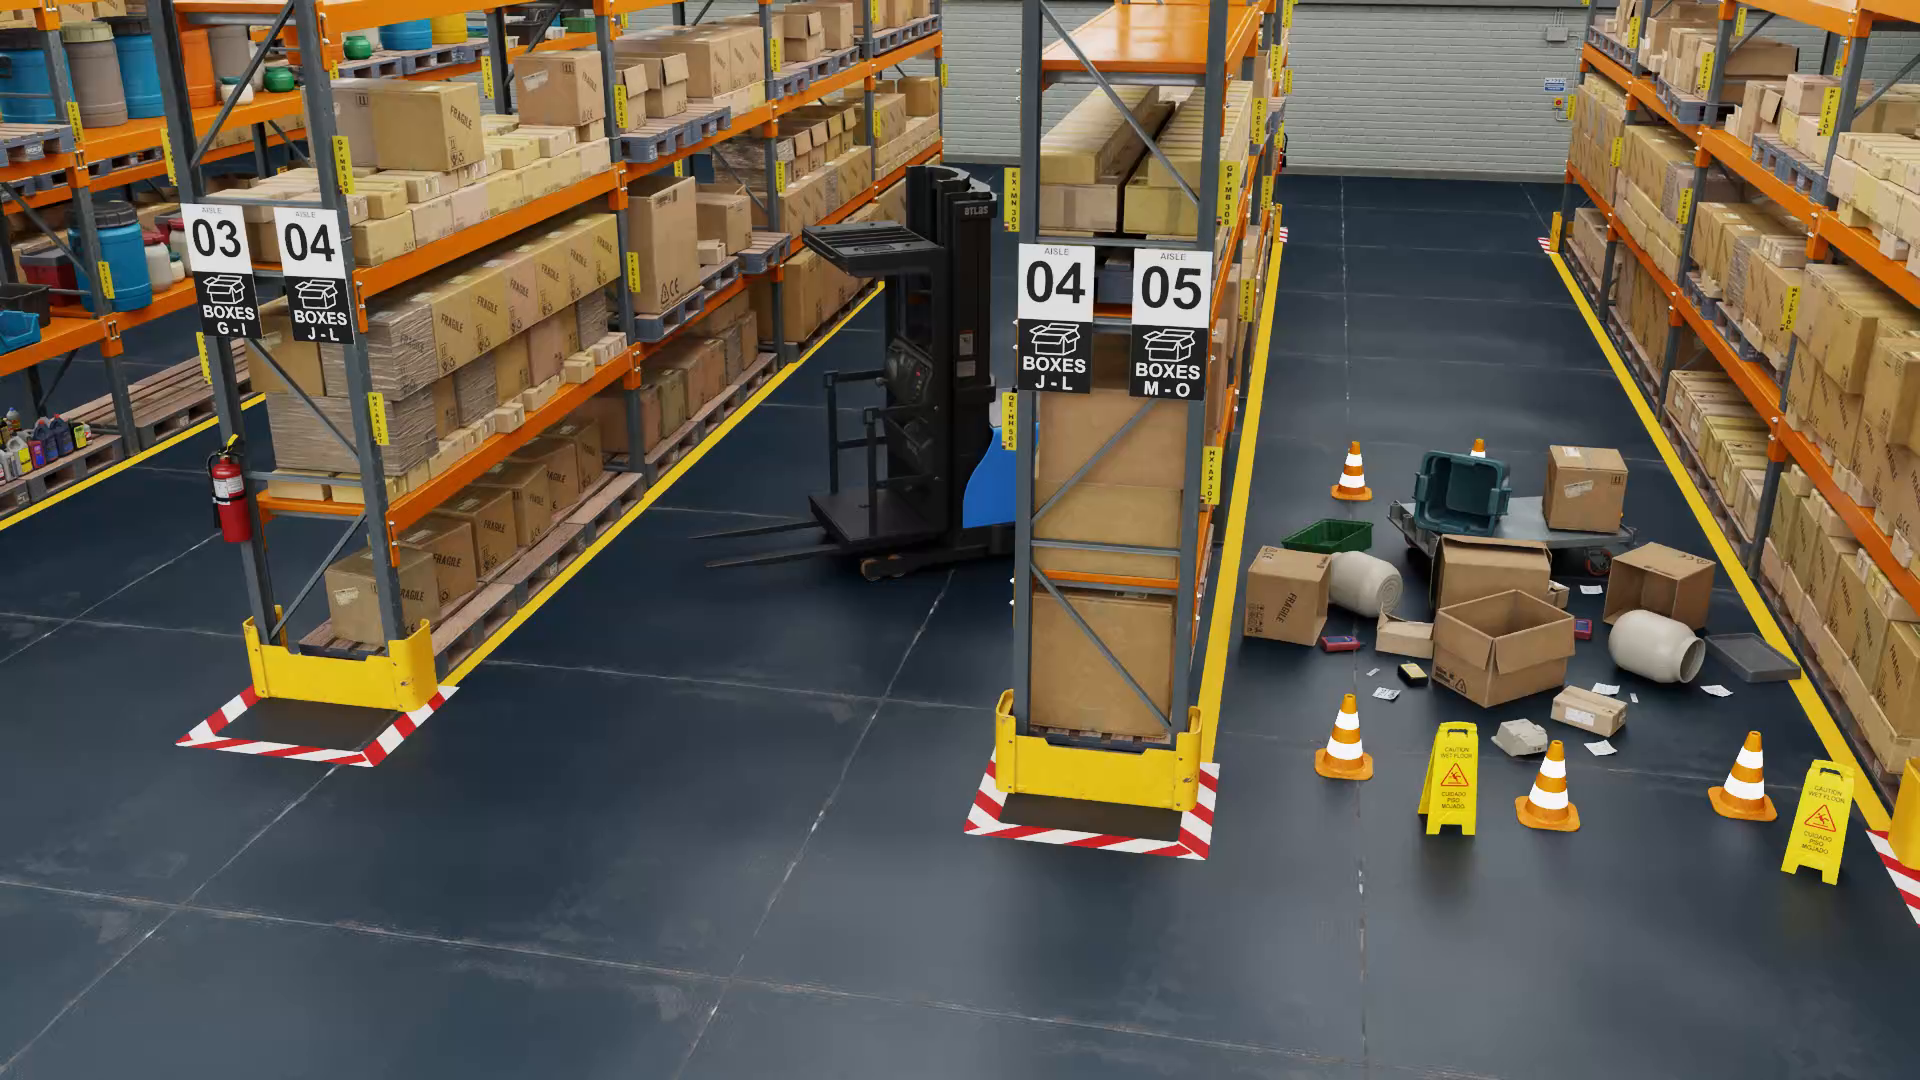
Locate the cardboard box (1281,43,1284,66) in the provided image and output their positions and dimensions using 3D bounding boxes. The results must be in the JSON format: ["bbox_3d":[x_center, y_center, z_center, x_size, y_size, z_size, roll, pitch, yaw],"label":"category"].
[{"bbox_3d":[3.609,-5.812,19.955,0.500,0.250,0.500,6,23,14],"label":"cardboard box"}]

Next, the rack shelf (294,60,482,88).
[{"bbox_3d":[-6.835,-5.460,19.843,1.077,0.370,4.000,4,22,11],"label":"rack shelf"}]

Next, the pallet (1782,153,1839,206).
[{"bbox_3d":[6.721,-2.597,12.023,1.213,0.211,1.003,4,22,11],"label":"pallet"}]

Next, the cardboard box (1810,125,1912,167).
[{"bbox_3d":[6.468,-2.816,11.954,0.500,0.250,0.500,4,22,10],"label":"cardboard box"}]

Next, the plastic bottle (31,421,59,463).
[{"bbox_3d":[-7.948,-0.856,14.420,0.144,0.351,0.185,3,22,8],"label":"plastic bottle"}]

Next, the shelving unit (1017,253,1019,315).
[{"bbox_3d":[0.796,-1.356,13.905,0.503,2.100,0.431,-15,26,-33],"label":"shelving unit"}]

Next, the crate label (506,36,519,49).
[{"bbox_3d":[-6.045,-6.560,21.964,0.293,0.136,0.466,4,22,11],"label":"crate label"}]

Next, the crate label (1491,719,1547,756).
[{"bbox_3d":[3.443,1.208,10.172,0.250,0.136,0.298,-7,23,-17],"label":"crate label"}]

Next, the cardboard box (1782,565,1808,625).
[{"bbox_3d":[6.008,0.397,11.471,0.500,0.250,0.500,6,23,14],"label":"cardboard box"}]

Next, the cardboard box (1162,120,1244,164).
[{"bbox_3d":[1.567,-2.549,10.759,0.500,0.250,0.500,4,22,10],"label":"cardboard box"}]

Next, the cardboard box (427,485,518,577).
[{"bbox_3d":[-3.649,-0.079,12.317,0.500,0.500,0.500,7,23,16],"label":"cardboard box"}]

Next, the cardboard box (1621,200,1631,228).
[{"bbox_3d":[7.671,-3.601,18.480,0.500,0.250,0.500,4,22,10],"label":"cardboard box"}]

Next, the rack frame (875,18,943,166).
[{"bbox_3d":[-0.762,-6.219,24.780,1.000,3.000,0.127,4,22,11],"label":"rack frame"}]

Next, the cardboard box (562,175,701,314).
[{"bbox_3d":[-2.912,-2.583,14.388,1.000,1.000,1.000,5,22,11],"label":"cardboard box"}]

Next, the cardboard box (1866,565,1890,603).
[{"bbox_3d":[5.646,0.276,9.900,0.380,0.149,0.250,5,22,12],"label":"cardboard box"}]

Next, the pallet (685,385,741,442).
[{"bbox_3d":[-2.807,-1.269,16.223,1.003,0.211,1.213,4,22,11],"label":"pallet"}]

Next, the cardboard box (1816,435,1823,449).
[{"bbox_3d":[6.087,-0.672,11.343,0.380,0.149,0.250,4,22,11],"label":"cardboard box"}]

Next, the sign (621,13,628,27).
[{"bbox_3d":[-5.069,-7.903,25.087,0.100,0.325,0.005,4,22,11],"label":"sign"}]

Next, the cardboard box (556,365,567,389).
[{"bbox_3d":[-3.259,-1.254,12.788,0.380,0.149,0.250,4,22,11],"label":"cardboard box"}]

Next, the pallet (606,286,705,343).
[{"bbox_3d":[-2.913,-2.010,14.586,1.003,0.211,1.213,4,22,11],"label":"pallet"}]

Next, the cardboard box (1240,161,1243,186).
[{"bbox_3d":[1.656,-2.402,10.929,0.380,0.149,0.250,5,22,12],"label":"cardboard box"}]

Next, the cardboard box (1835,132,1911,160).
[{"bbox_3d":[6.107,-2.629,11.121,0.380,0.149,0.250,4,22,10],"label":"cardboard box"}]

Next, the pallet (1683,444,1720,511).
[{"bbox_3d":[6.895,-0.514,14.347,1.003,0.211,1.213,4,22,11],"label":"pallet"}]

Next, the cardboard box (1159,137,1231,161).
[{"bbox_3d":[1.291,-2.121,9.163,0.380,0.149,0.250,4,22,10],"label":"cardboard box"}]

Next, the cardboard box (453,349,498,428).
[{"bbox_3d":[-3.759,-1.122,11.593,0.875,0.500,0.500,4,22,11],"label":"cardboard box"}]

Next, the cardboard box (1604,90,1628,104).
[{"bbox_3d":[8.232,-5.502,20.660,0.380,0.149,0.250,4,22,11],"label":"cardboard box"}]

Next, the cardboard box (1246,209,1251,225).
[{"bbox_3d":[2.735,-3.256,16.799,0.380,0.149,0.250,5,23,13],"label":"cardboard box"}]

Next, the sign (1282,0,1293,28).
[{"bbox_3d":[3.800,-6.114,19.285,0.100,0.325,0.005,4,22,11],"label":"sign"}]

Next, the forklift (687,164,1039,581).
[{"bbox_3d":[-0.582,-1.275,12.597,3.031,2.935,1.130,-8,23,-20],"label":"forklift"}]

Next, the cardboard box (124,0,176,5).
[{"bbox_3d":[-11.214,-7.595,22.709,0.700,0.500,0.500,4,22,11],"label":"cardboard box"}]

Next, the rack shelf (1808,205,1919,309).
[{"bbox_3d":[6.082,-1.401,9.765,1.077,0.370,4.000,4,22,11],"label":"rack shelf"}]

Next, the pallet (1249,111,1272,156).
[{"bbox_3d":[2.136,-3.533,14.349,1.003,0.211,1.213,6,23,13],"label":"pallet"}]

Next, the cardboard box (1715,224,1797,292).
[{"bbox_3d":[6.787,-2.384,14.164,0.500,0.500,0.500,5,22,12],"label":"cardboard box"}]

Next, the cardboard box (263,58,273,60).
[{"bbox_3d":[-10.907,-7.152,25.624,0.500,0.500,0.500,5,22,11],"label":"cardboard box"}]

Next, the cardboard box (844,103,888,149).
[{"bbox_3d":[-1.231,-5.328,21.367,0.500,0.500,0.500,4,22,11],"label":"cardboard box"}]

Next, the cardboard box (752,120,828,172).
[{"bbox_3d":[-1.964,-4.555,19.172,0.797,0.503,0.637,5,23,13],"label":"cardboard box"}]

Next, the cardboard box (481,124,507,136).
[{"bbox_3d":[-3.643,-3.041,12.542,0.380,0.149,0.250,5,22,11],"label":"cardboard box"}]

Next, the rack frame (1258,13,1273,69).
[{"bbox_3d":[2.440,-5.661,15.364,1.000,3.000,0.127,4,22,11],"label":"rack frame"}]

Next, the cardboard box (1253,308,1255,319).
[{"bbox_3d":[2.818,-2.495,17.314,0.500,0.250,0.500,3,22,8],"label":"cardboard box"}]

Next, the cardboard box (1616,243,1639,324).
[{"bbox_3d":[8.075,-2.977,19.012,0.875,0.875,0.875,5,23,13],"label":"cardboard box"}]

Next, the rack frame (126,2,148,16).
[{"bbox_3d":[-11.276,-8.295,21.906,1.000,3.000,0.127,4,22,11],"label":"rack frame"}]

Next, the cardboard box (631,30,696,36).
[{"bbox_3d":[-2.850,-4.625,16.005,0.500,0.500,0.500,5,22,11],"label":"cardboard box"}]

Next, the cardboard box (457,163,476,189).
[{"bbox_3d":[-3.446,-2.430,11.025,0.380,0.149,0.250,3,22,8],"label":"cardboard box"}]

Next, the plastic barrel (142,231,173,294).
[{"bbox_3d":[-7.650,-2.604,15.623,0.433,0.535,0.433,0,22,0],"label":"plastic barrel"}]

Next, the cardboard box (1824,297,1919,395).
[{"bbox_3d":[5.934,-1.212,10.477,0.700,0.500,0.500,4,22,10],"label":"cardboard box"}]

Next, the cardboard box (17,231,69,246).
[{"bbox_3d":[-11.511,-3.614,21.069,0.500,0.500,0.500,4,22,10],"label":"cardboard box"}]

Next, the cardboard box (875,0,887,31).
[{"bbox_3d":[-1.364,-6.922,21.681,0.700,0.500,0.500,6,23,14],"label":"cardboard box"}]

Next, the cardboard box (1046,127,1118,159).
[{"bbox_3d":[0.700,-2.267,9.525,0.380,0.149,0.250,5,22,12],"label":"cardboard box"}]

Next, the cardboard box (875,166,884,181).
[{"bbox_3d":[-1.193,-4.722,21.400,0.380,0.149,0.250,5,22,11],"label":"cardboard box"}]

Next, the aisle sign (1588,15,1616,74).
[{"bbox_3d":[8.670,-6.718,22.539,0.394,0.787,0.004,4,22,11],"label":"aisle sign"}]

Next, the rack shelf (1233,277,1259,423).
[{"bbox_3d":[2.032,-1.813,14.803,1.077,0.370,4.000,4,22,11],"label":"rack shelf"}]

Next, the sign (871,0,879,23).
[{"bbox_3d":[-1.045,-6.496,20.338,0.100,0.325,0.005,4,22,11],"label":"sign"}]

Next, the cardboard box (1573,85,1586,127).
[{"bbox_3d":[8.562,-5.820,22.317,0.500,0.500,0.500,4,22,10],"label":"cardboard box"}]

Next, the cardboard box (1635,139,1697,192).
[{"bbox_3d":[7.570,-4.000,17.799,0.500,0.500,0.500,4,22,10],"label":"cardboard box"}]
